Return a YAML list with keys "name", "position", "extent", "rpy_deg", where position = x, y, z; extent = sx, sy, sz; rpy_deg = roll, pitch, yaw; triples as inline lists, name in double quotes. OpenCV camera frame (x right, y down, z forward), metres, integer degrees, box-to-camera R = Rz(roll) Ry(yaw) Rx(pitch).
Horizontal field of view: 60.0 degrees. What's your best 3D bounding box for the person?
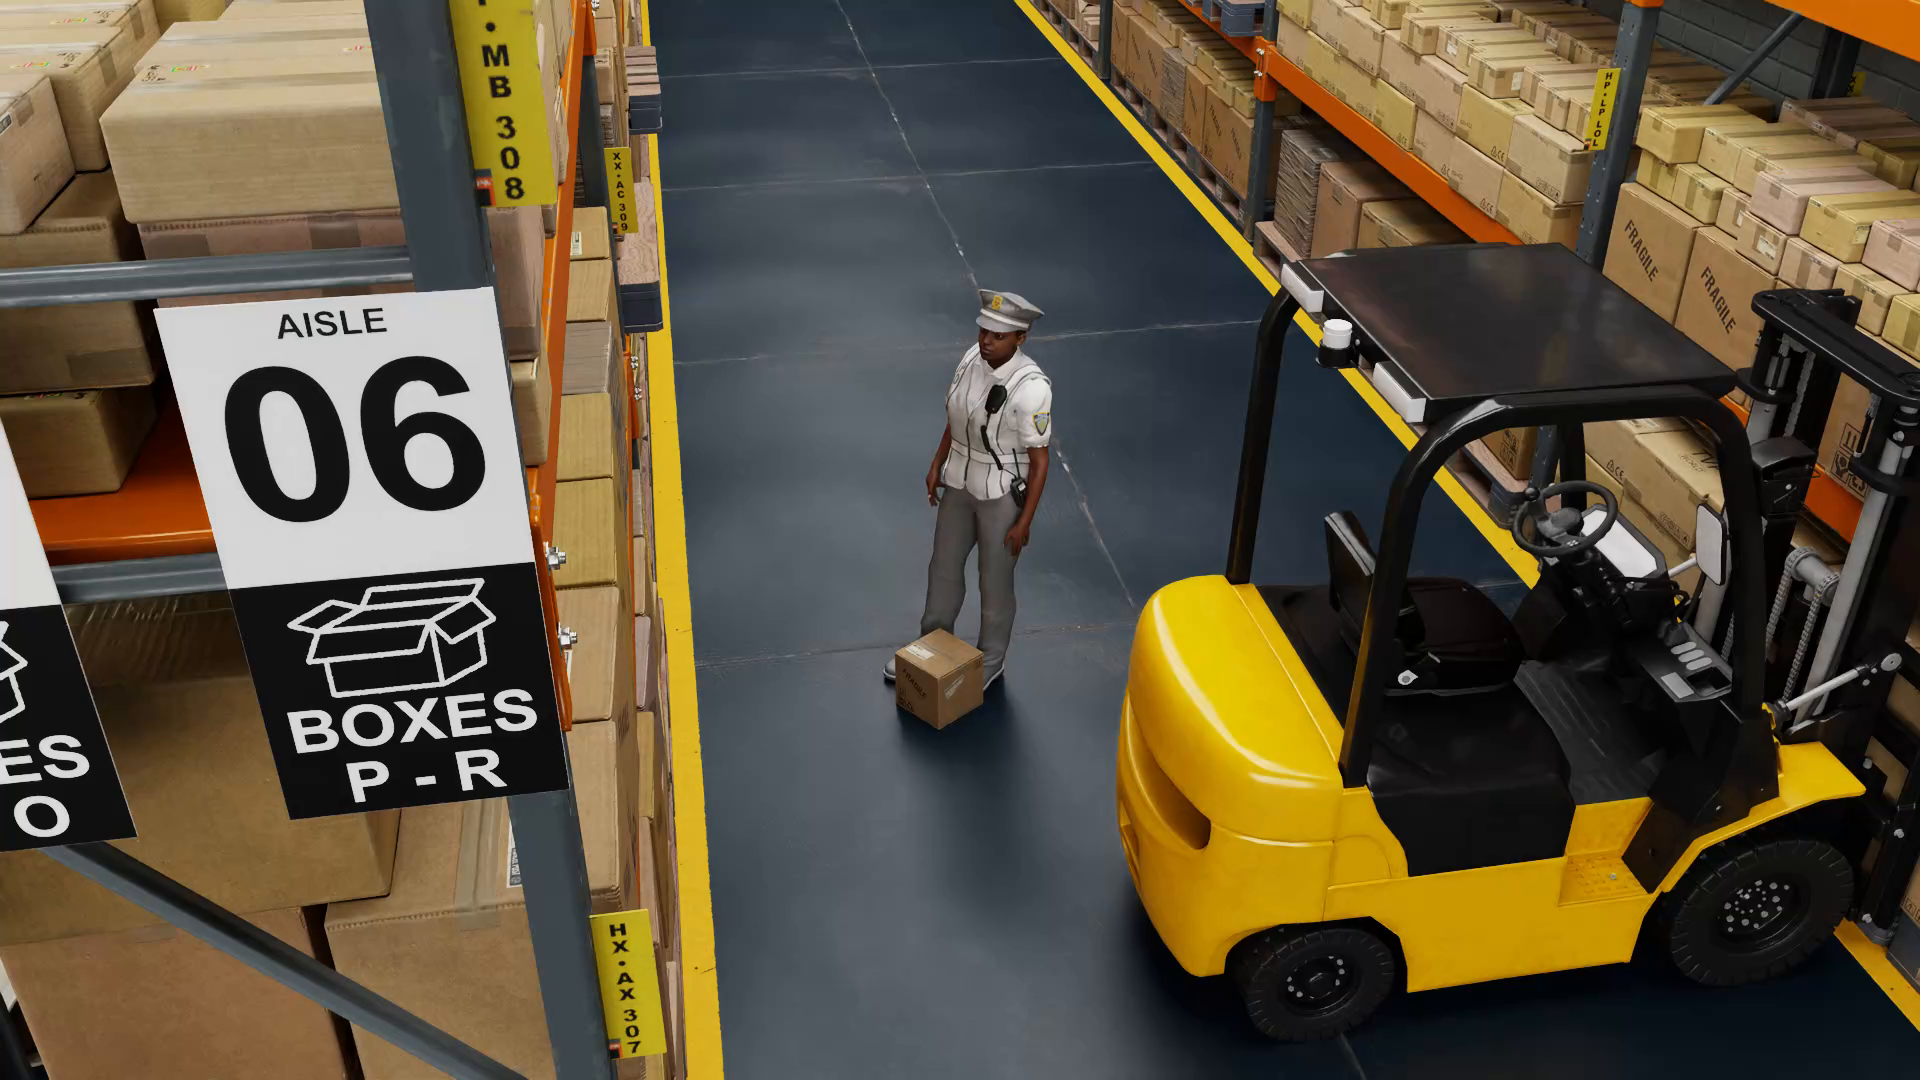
- name: "person"
  position: [0.046, -0.162, 6.355]
  extent: [0.529, 1.692, 0.568]
  rpy_deg: [-25, 39, -36]
